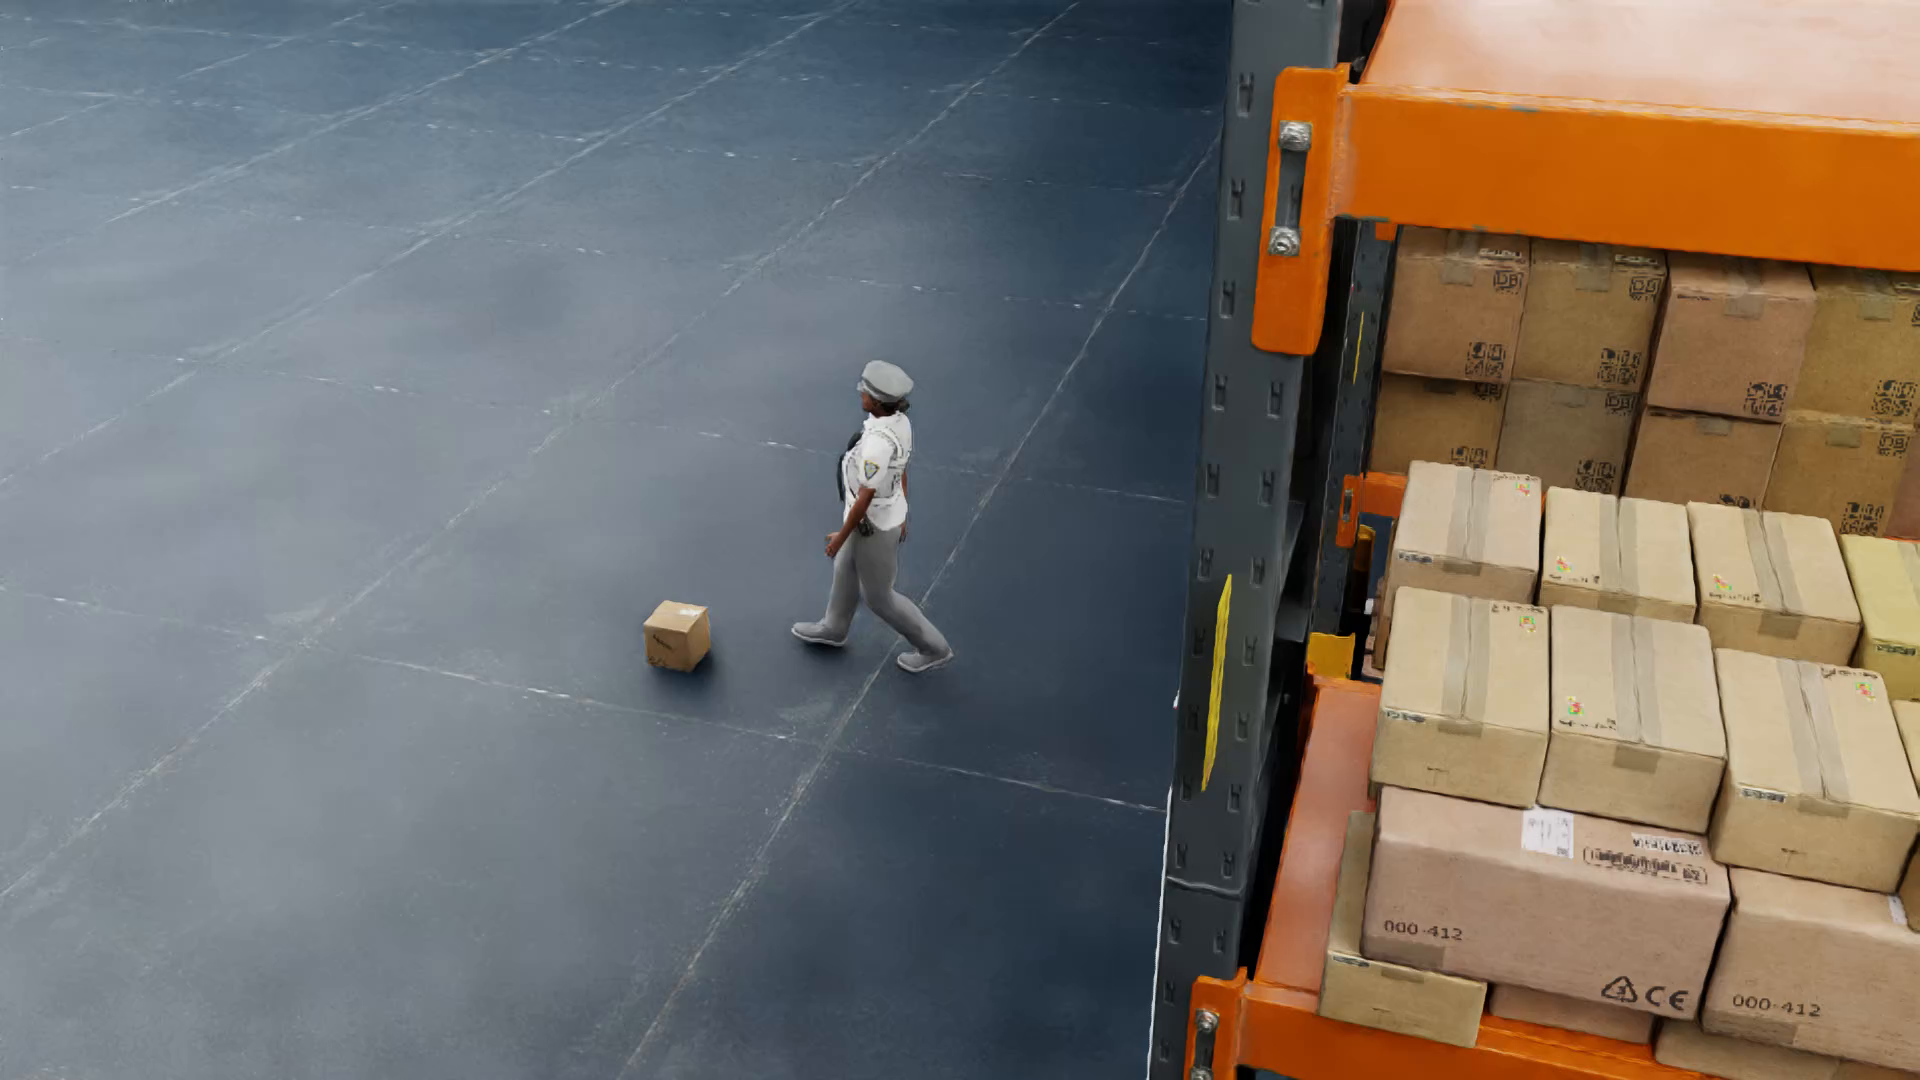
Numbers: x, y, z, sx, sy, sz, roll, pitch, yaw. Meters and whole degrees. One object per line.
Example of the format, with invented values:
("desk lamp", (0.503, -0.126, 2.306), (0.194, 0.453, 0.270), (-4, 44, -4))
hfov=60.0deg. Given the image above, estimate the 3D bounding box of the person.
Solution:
("person", (-0.470, -0.112, 8.295), (0.874, 1.649, 0.444), (3, 30, 6))
